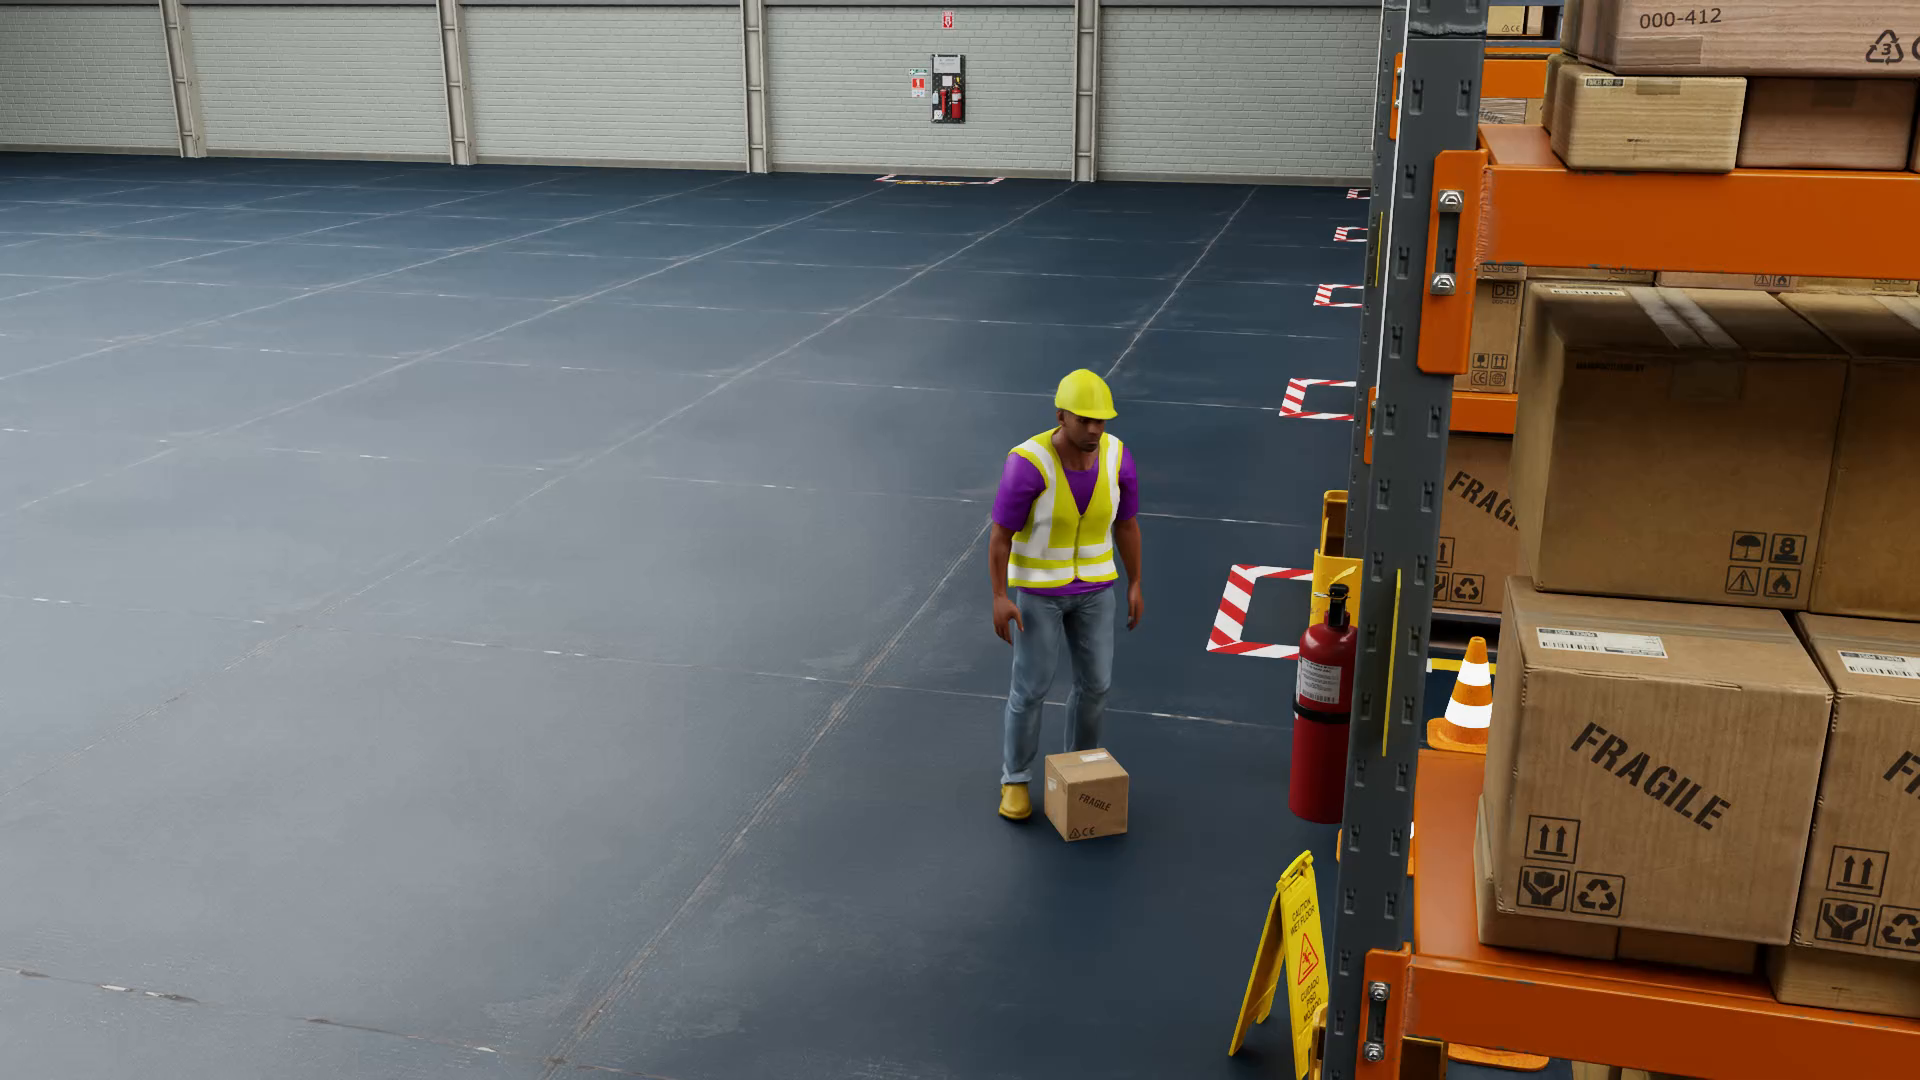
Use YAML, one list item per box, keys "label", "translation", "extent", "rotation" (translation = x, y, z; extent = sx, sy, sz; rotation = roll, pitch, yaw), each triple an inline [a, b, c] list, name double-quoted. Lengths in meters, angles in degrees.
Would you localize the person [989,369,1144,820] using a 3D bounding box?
- label: "person"
  translation: [0.417, 0.200, 6.419]
  extent: [0.635, 1.760, 0.455]
  rotation: [-6, 19, -18]
